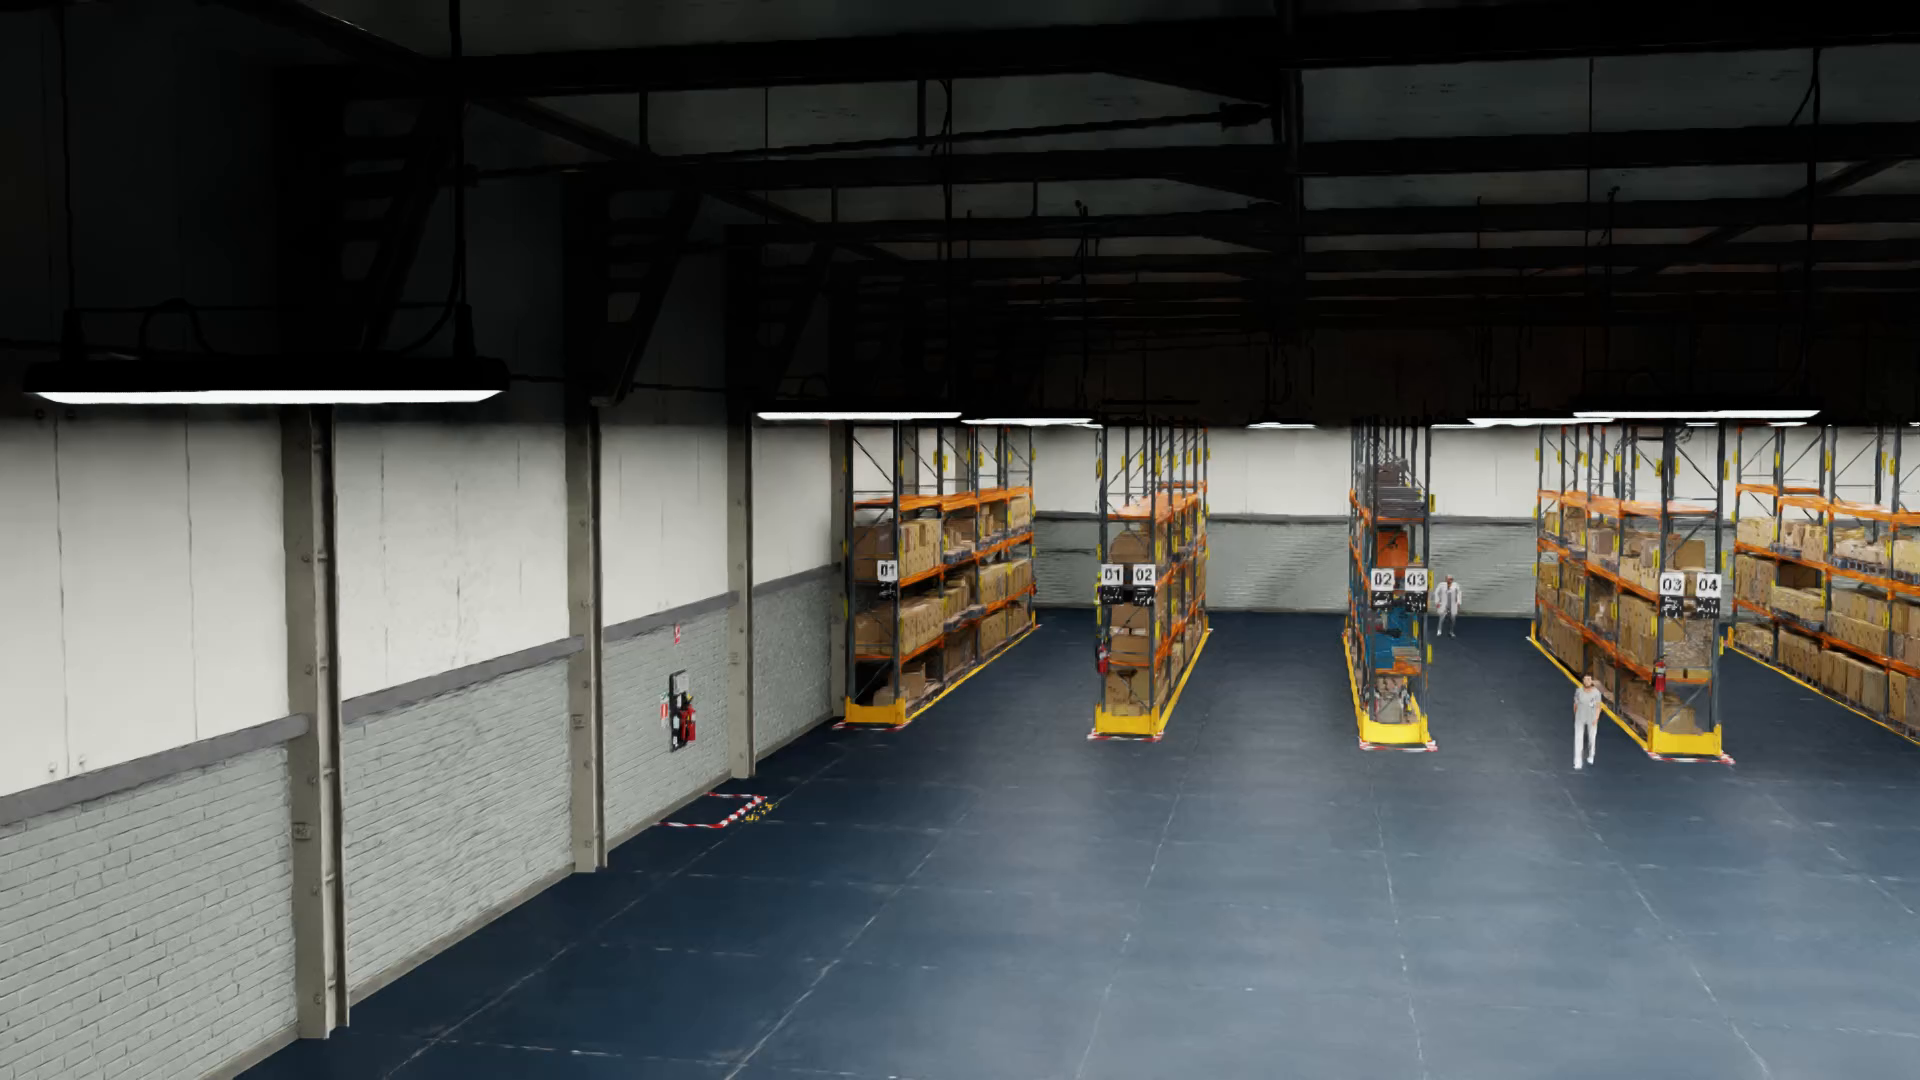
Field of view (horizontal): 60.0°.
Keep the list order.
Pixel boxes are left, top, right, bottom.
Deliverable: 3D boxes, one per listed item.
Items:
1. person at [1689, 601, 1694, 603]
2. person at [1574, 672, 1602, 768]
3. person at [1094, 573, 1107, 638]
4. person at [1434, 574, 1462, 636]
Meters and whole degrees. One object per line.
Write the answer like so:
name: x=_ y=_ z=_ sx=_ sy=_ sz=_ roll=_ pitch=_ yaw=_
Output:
person: x=20.968 y=1.709 z=47.959 sx=0.482 sy=1.609 sz=0.997 roll=1 pitch=4 yaw=21
person: x=10.614 y=3.031 z=28.132 sx=0.444 sy=1.605 sz=1.011 roll=1 pitch=4 yaw=20
person: x=3.890 y=1.777 z=45.705 sx=0.400 sy=1.769 sz=0.674 roll=0 pitch=4 yaw=-7
person: x=13.495 y=1.799 z=46.016 sx=0.729 sy=1.733 sz=0.544 roll=1 pitch=4 yaw=10
